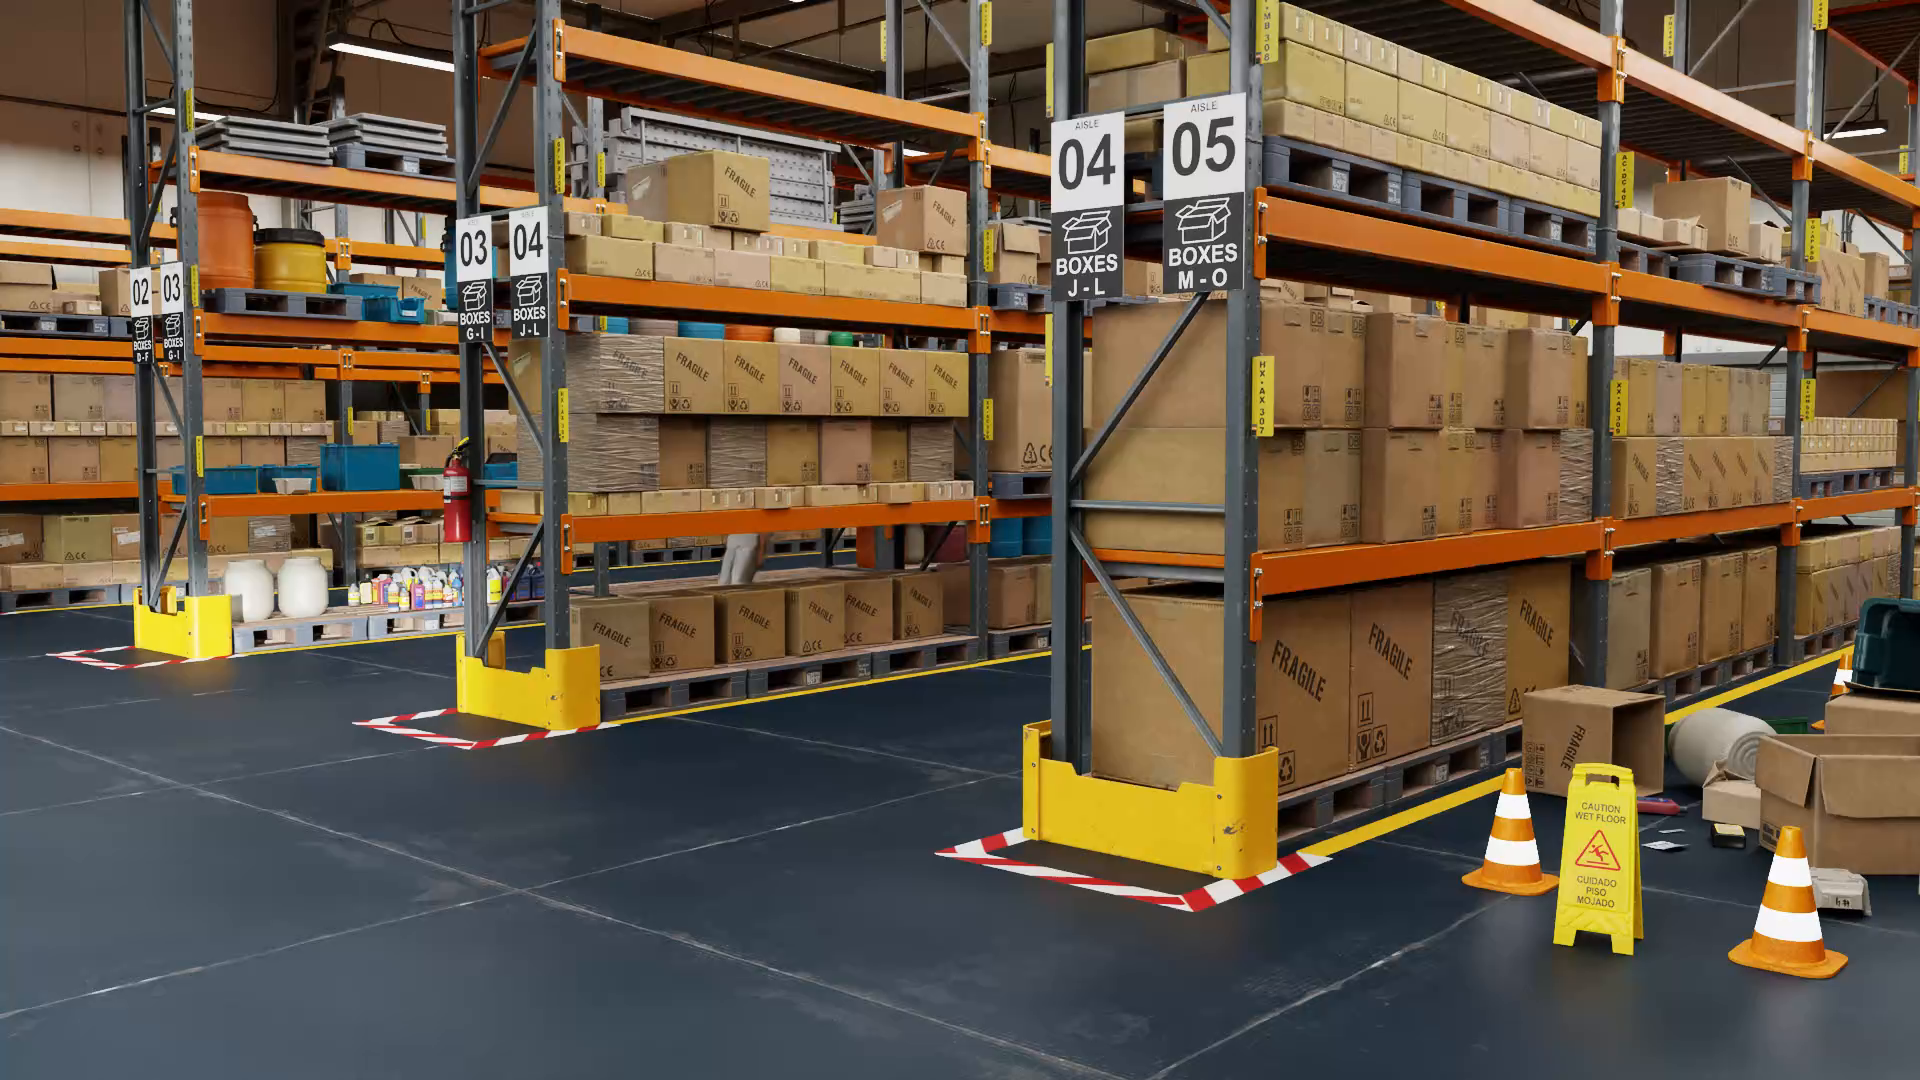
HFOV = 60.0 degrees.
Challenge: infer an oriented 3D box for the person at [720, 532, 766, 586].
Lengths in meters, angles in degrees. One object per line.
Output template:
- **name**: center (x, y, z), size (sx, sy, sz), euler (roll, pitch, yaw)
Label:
- **person**: center (-1.790, 0.073, 14.094), size (0.680, 1.655, 0.443), euler (-4, 5, -44)
